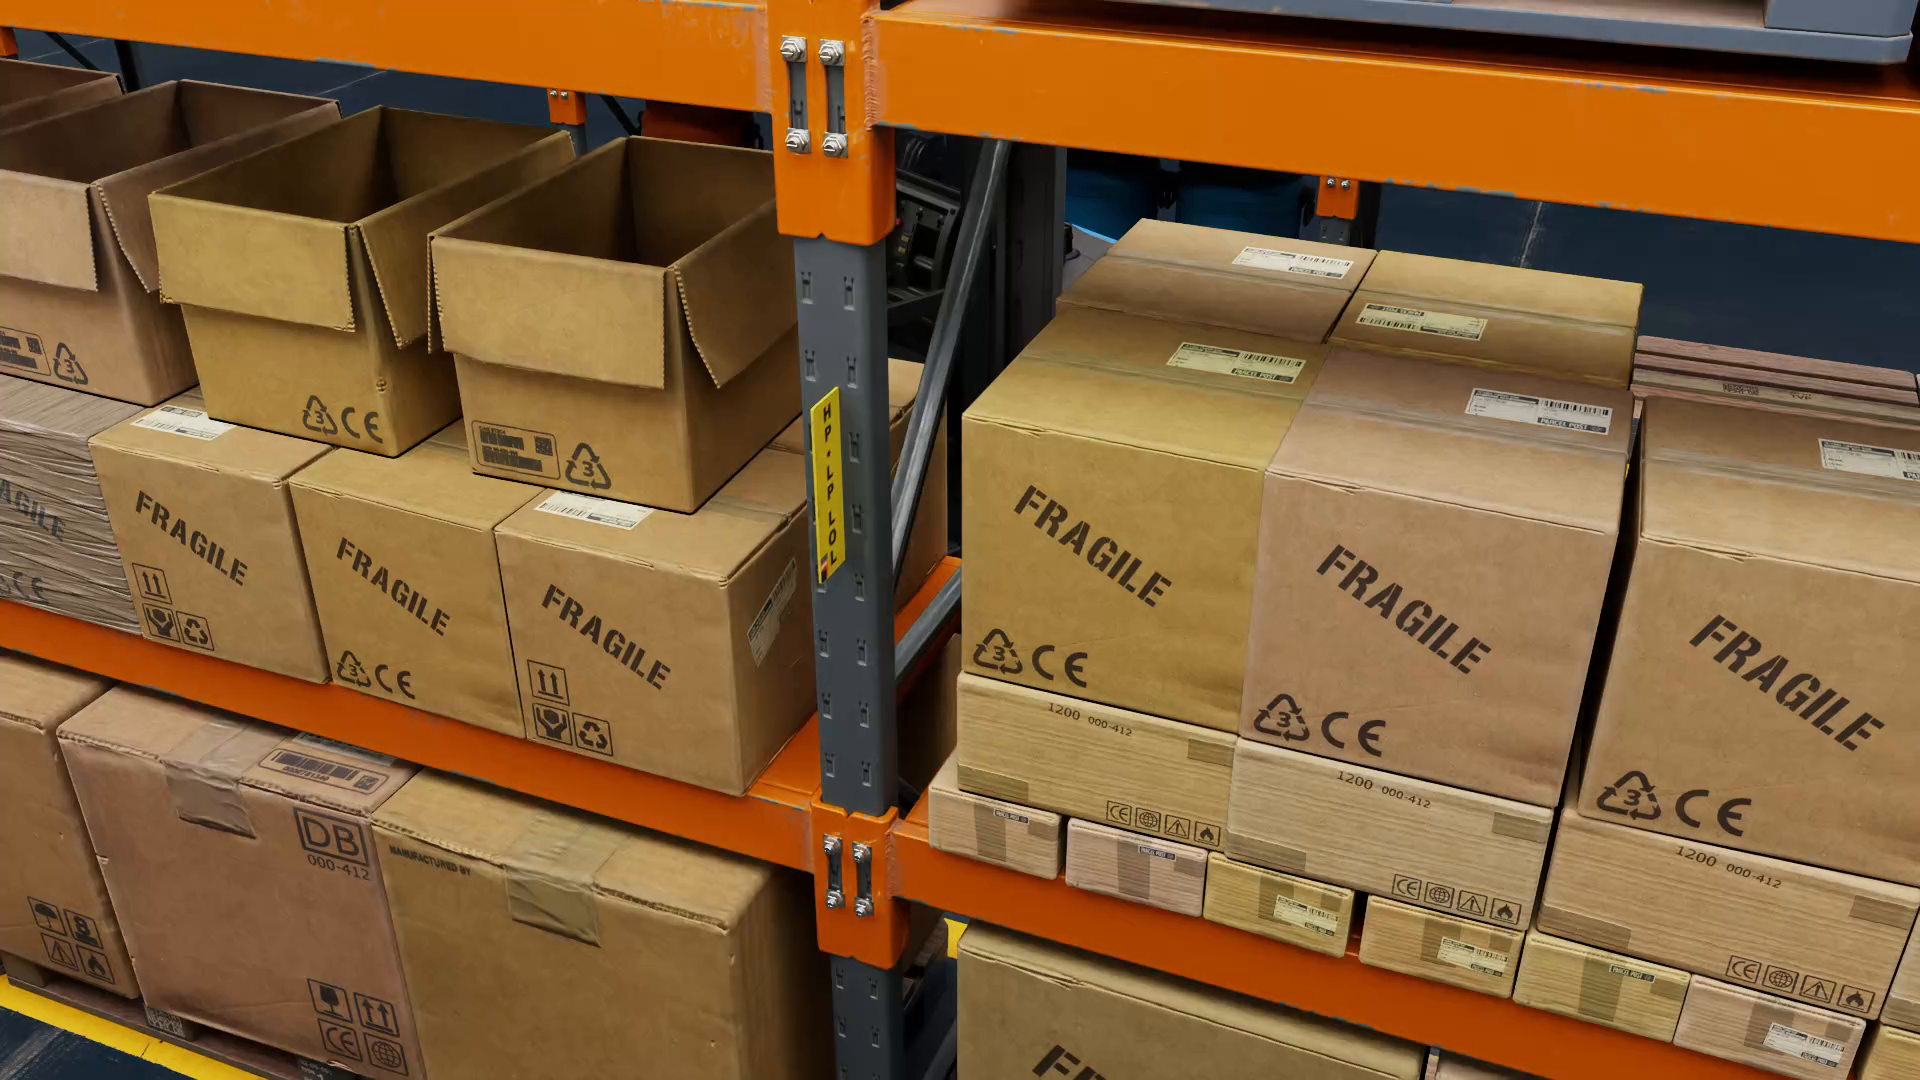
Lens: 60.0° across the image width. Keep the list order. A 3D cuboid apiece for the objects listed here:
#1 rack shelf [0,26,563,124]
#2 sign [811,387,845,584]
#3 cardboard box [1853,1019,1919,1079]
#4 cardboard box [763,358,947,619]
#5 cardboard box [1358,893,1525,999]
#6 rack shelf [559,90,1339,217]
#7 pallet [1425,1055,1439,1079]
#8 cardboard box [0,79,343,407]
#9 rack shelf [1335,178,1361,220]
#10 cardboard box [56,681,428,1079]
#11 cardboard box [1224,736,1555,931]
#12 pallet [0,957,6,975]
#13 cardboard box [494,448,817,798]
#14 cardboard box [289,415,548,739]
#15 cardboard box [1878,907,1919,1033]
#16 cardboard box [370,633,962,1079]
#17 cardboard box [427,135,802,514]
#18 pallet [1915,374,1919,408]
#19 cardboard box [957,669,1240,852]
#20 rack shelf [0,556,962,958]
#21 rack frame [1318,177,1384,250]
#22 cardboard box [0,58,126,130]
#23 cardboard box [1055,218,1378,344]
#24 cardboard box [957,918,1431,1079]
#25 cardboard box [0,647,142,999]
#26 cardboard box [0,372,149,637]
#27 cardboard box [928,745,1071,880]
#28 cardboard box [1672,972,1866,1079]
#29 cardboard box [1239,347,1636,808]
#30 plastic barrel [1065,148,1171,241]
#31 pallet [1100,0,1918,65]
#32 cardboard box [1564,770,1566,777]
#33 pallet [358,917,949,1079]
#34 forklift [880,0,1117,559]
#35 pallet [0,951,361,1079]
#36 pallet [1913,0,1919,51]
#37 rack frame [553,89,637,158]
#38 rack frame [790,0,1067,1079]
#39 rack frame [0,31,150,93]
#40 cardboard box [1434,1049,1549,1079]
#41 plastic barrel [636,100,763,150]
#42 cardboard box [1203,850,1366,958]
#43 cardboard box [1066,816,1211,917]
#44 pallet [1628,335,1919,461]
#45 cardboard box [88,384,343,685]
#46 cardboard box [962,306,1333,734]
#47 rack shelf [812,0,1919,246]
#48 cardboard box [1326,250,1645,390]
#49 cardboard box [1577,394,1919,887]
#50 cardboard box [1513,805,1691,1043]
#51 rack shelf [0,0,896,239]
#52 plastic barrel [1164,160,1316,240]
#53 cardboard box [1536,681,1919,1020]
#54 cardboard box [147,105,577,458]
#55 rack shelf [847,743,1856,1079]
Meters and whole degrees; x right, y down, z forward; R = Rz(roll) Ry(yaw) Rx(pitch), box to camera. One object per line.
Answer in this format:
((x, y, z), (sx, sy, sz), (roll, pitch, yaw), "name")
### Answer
((-3.719, -2.924, 9.605), (4.000, 0.370, 1.077), (11, 31, 19), "rack shelf")
((-0.217, -0.089, 2.762), (0.005, 0.325, 0.100), (11, 31, 19), "sign")
((1.572, 0.735, 2.657), (0.250, 0.149, 0.380), (10, 31, 18), "cardboard box")
((-0.354, -0.111, 3.796), (0.500, 0.500, 0.500), (11, 31, 19), "cardboard box")
((0.859, 0.592, 2.909), (0.250, 0.149, 0.380), (10, 31, 18), "cardboard box")
((-0.013, -2.184, 8.296), (4.000, 0.370, 1.077), (11, 31, 19), "rack shelf")
((0.654, 1.522, 3.843), (1.213, 0.211, 1.003), (11, 31, 19), "pallet")
((-1.830, -0.703, 3.825), (0.637, 0.503, 0.797), (12, 32, 21), "cardboard box")
((3.694, -1.444, 6.987), (4.000, 0.370, 1.077), (11, 31, 19), "rack shelf")
((-1.451, 0.600, 4.373), (0.875, 0.875, 1.225), (10, 31, 17), "cardboard box")
((0.774, 0.368, 2.901), (0.500, 0.250, 0.500), (11, 31, 19), "cardboard box")
((-3.026, 0.786, 5.145), (1.213, 0.211, 1.003), (11, 31, 19), "pallet")
((-0.558, 0.126, 3.377), (0.500, 0.500, 0.500), (11, 31, 19), "cardboard box")
((-1.014, 0.031, 3.544), (0.500, 0.500, 0.500), (12, 32, 21), "cardboard box")
((1.710, 0.556, 2.568), (0.500, 0.250, 0.500), (11, 31, 19), "cardboard box")
((-0.622, 0.764, 4.082), (0.875, 0.875, 1.225), (11, 31, 19), "cardboard box")
((-0.617, -0.463, 3.400), (0.637, 0.503, 0.797), (10, 31, 18), "cardboard box")
((4.797, -0.343, 7.142), (1.213, 0.211, 1.003), (11, 31, 19), "pallet")
((0.315, 0.274, 3.067), (0.500, 0.250, 0.500), (11, 31, 18), "cardboard box")
((-1.875, 0.075, 4.300), (4.000, 0.370, 1.077), (11, 31, 19), "rack shelf")
((1.841, -2.127, 7.464), (0.127, 3.000, 1.000), (11, 31, 19), "rack frame")
((-2.454, -0.824, 4.039), (0.637, 0.503, 0.797), (12, 32, 20), "cardboard box")
((0.505, -0.296, 3.313), (0.500, 0.500, 0.500), (12, 32, 21), "cardboard box")
((0.560, 1.032, 3.608), (0.875, 0.875, 0.875), (11, 31, 19), "cardboard box")
((-2.273, 0.439, 4.657), (0.875, 0.875, 1.225), (11, 31, 19), "cardboard box")
((-1.963, -0.157, 3.878), (0.500, 0.500, 0.500), (11, 31, 19), "cardboard box")
((0.127, 0.447, 3.165), (0.250, 0.149, 0.380), (11, 31, 19), "cardboard box")
((1.329, 0.687, 2.742), (0.250, 0.149, 0.380), (12, 32, 20), "cardboard box")
((0.779, 0.041, 2.718), (0.500, 0.500, 0.500), (11, 31, 19), "cardboard box")
((0.687, -1.636, 8.301), (0.708, 0.901, 0.600), (11, 31, 19), "plastic barrel")
((0.733, -0.980, 2.476), (1.213, 0.211, 1.003), (11, 31, 19), "pallet")
((1.338, 0.338, 3.359), (0.250, 0.149, 0.380), (12, 32, 20), "cardboard box")
((-0.765, 1.237, 4.347), (1.213, 0.211, 1.003), (11, 31, 19), "pallet")
((-0.484, -1.082, 5.686), (3.031, 2.935, 1.130), (-22, 36, -33), "forklift")
((-1.899, 1.012, 4.745), (1.213, 0.211, 1.003), (11, 31, 19), "pallet")
((1.859, -0.753, 2.076), (1.213, 0.211, 1.003), (11, 31, 19), "pallet")
((-1.866, -2.867, 8.774), (0.127, 3.000, 1.000), (11, 31, 19), "rack frame")
((-0.022, 0.132, 3.469), (0.127, 3.000, 1.000), (11, 31, 19), "rack frame")
((-5.573, -3.607, 10.083), (0.127, 3.000, 1.000), (11, 31, 19), "rack frame")
((1.394, 1.199, 3.313), (0.875, 0.875, 0.875), (11, 31, 19), "cardboard box")
((-1.406, -2.022, 9.058), (0.708, 0.830, 0.600), (11, 31, 19), "plastic barrel")
((0.615, 0.544, 2.994), (0.250, 0.149, 0.380), (12, 32, 21), "cardboard box")
((0.371, 0.496, 3.080), (0.250, 0.149, 0.380), (10, 31, 17), "cardboard box")
((3.671, -0.570, 7.543), (1.213, 0.211, 1.003), (11, 31, 19), "pallet")
((-1.500, -0.062, 3.710), (0.500, 0.500, 0.500), (11, 31, 19), "cardboard box")
((0.326, -0.054, 2.885), (0.500, 0.500, 0.500), (11, 31, 19), "cardboard box")
((1.832, -0.491, 2.253), (4.000, 0.370, 1.077), (11, 31, 19), "rack shelf")
((0.968, -0.201, 3.146), (0.500, 0.500, 0.500), (12, 31, 20), "cardboard box")
((1.263, 0.135, 2.551), (0.500, 0.500, 0.500), (10, 31, 18), "cardboard box")
((1.097, 0.639, 2.826), (0.250, 0.149, 0.380), (11, 31, 18), "cardboard box")
((-1.875, -1.231, 3.562), (4.000, 0.370, 1.077), (11, 31, 19), "rack shelf")
((1.343, -1.505, 8.069), (0.708, 0.901, 0.600), (11, 31, 19), "plastic barrel")
((1.256, 0.461, 2.736), (0.500, 0.250, 0.500), (12, 32, 20), "cardboard box")
((-1.248, -0.595, 3.634), (0.637, 0.503, 0.797), (12, 32, 20), "cardboard box")
((1.832, 0.815, 2.991), (4.000, 0.370, 1.077), (11, 31, 19), "rack shelf")
